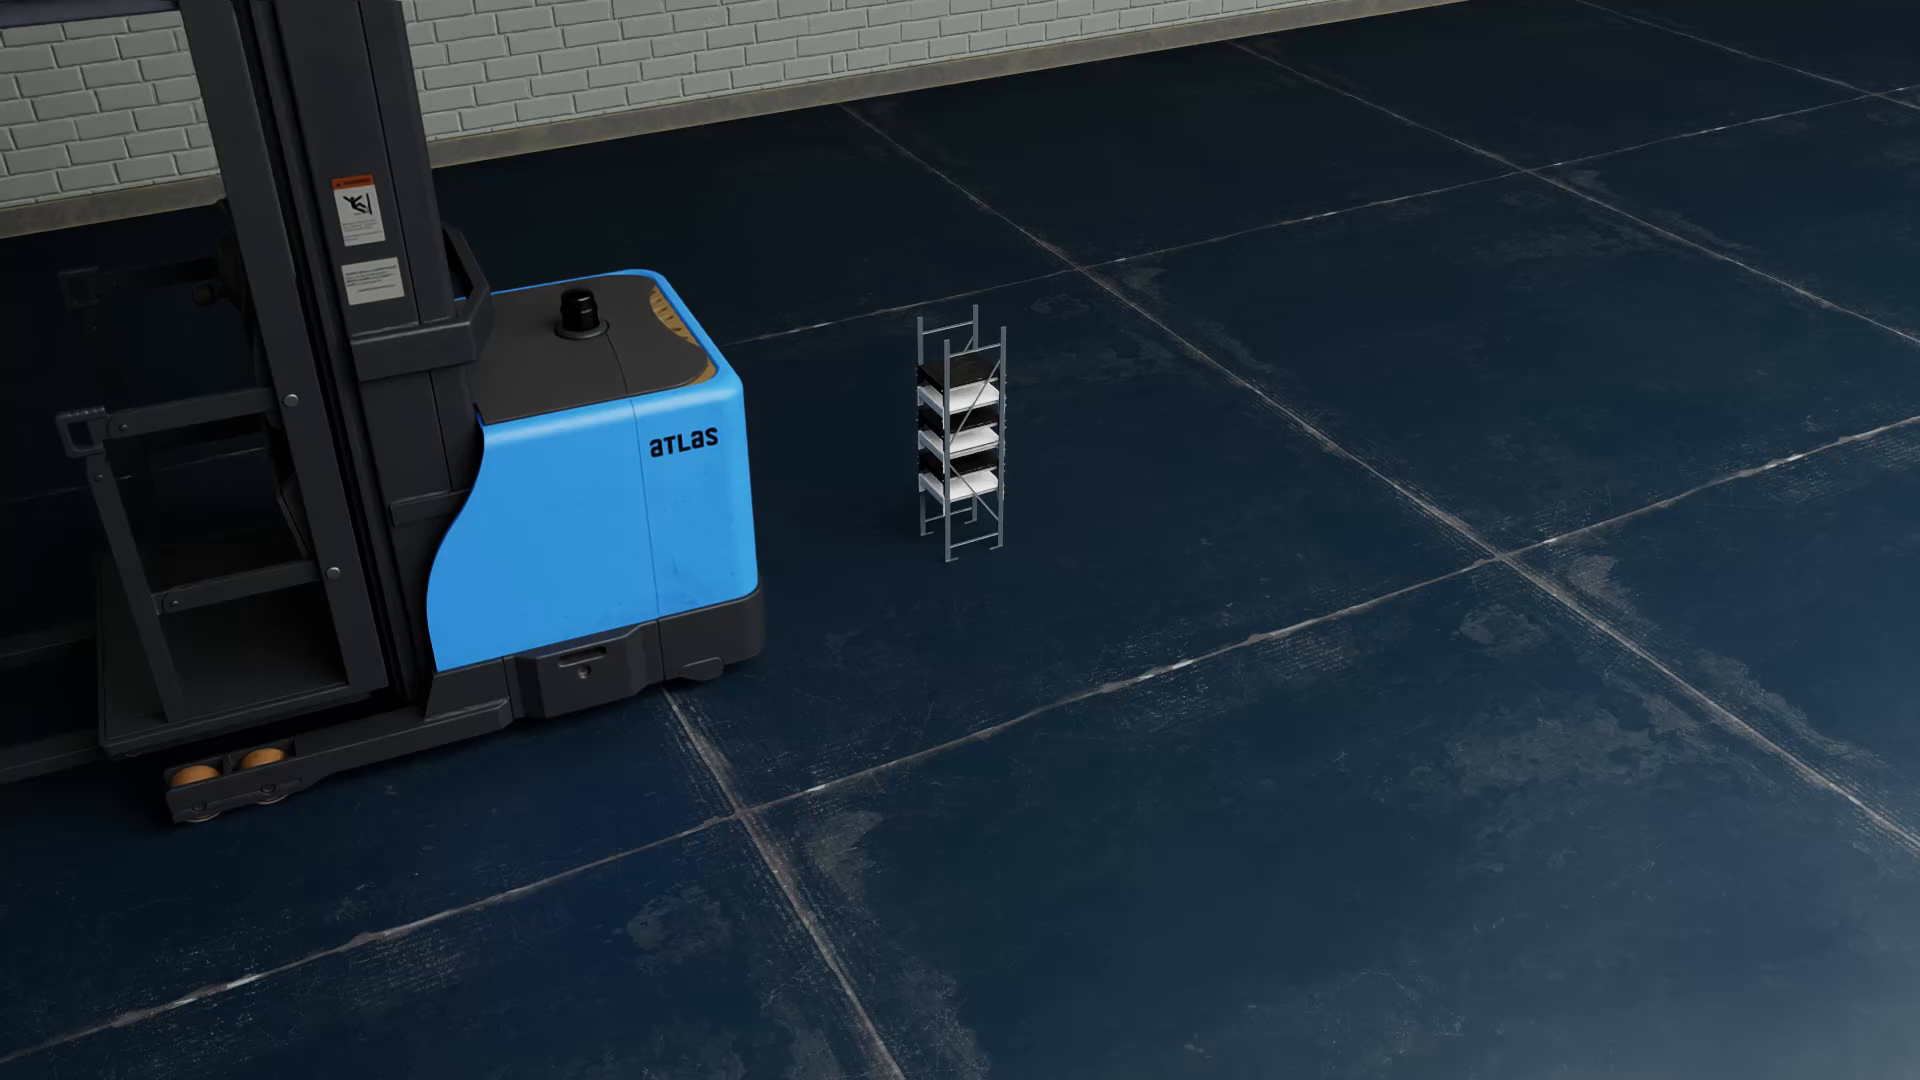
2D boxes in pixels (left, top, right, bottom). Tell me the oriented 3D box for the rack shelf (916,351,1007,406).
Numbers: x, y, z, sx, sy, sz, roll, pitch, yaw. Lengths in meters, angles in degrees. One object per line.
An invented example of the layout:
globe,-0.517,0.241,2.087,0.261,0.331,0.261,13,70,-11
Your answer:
rack shelf,0.004,-0.574,5.874,0.258,0.077,0.200,-16,36,-23

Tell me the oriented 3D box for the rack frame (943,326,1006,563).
rack frame,0.051,-0.327,5.925,0.240,0.900,0.006,-16,36,-23

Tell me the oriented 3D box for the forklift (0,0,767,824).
forklift,-2.210,-0.721,4.659,3.031,2.935,1.130,-14,35,-20

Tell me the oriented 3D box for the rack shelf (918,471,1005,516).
rack shelf,0.004,-0.195,6.116,0.258,0.077,0.200,-16,36,-23

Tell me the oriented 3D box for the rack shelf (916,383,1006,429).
rack shelf,0.004,-0.499,5.922,0.258,0.077,0.200,-16,36,-23

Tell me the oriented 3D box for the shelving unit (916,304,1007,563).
shelving unit,0.004,-0.375,6.001,0.258,0.900,0.210,-16,36,-23

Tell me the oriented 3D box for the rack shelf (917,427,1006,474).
rack shelf,0.004,-0.347,6.019,0.258,0.077,0.200,-16,36,-23

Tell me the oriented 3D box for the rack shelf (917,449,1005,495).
rack shelf,0.004,-0.271,6.068,0.258,0.077,0.200,-16,36,-23

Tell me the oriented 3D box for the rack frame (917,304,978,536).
rack frame,-0.044,-0.424,6.077,0.240,0.900,0.006,-16,36,-23

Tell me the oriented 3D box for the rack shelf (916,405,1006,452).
rack shelf,0.004,-0.423,5.971,0.258,0.077,0.200,-16,36,-23
